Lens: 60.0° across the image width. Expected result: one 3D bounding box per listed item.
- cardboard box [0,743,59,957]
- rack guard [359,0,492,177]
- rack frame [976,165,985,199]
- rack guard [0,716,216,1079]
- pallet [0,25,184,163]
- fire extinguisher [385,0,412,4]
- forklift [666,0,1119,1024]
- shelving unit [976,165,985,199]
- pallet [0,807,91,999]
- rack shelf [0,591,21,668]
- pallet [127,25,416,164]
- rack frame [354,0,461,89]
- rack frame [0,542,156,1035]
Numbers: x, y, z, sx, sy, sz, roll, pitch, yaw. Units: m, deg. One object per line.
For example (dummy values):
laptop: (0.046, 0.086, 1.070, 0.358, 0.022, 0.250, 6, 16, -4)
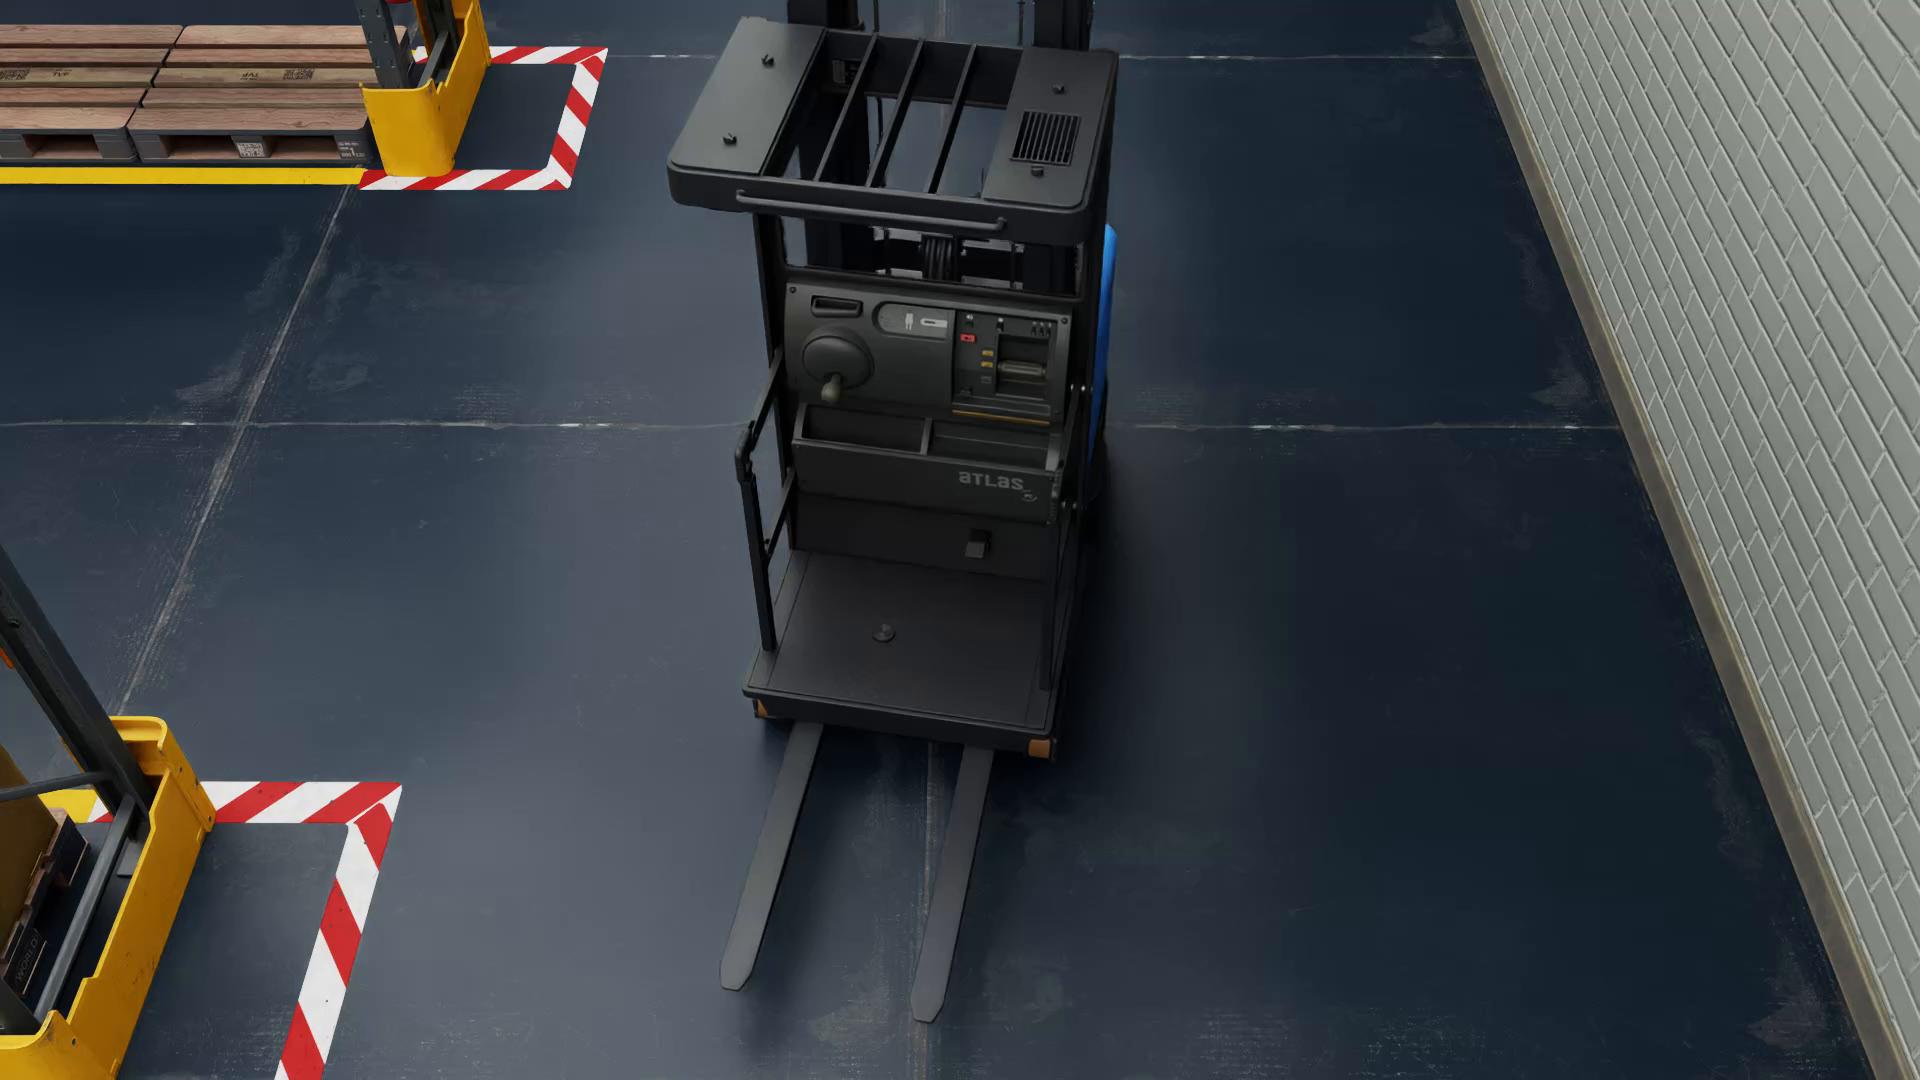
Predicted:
cardboard box: (-3.453, 0.972, 4.961, 0.875, 0.875, 0.875, 0, 47, 0)
rack guard: (-2.770, -2.449, 8.688, 0.348, 0.500, 1.175, 0, 47, 0)
rack frame: (0.079, -1.075, 7.026, 0.008, 1.050, 0.200, 6, 45, 6)
rack guard: (-2.789, 1.186, 5.305, 0.348, 0.500, 1.175, 0, 47, 0)
pallet: (-4.836, -2.378, 8.819, 1.213, 0.211, 1.003, 0, 47, 0)
fire extinguisher: (-2.645, -2.805, 7.619, 0.183, 0.674, 0.296, 0, 47, 0)
forklift: (-0.144, -0.506, 5.219, 1.130, 2.935, 3.031, 8, 48, 7)
shelving unit: (0.199, -1.061, 7.014, 0.252, 1.050, 0.215, 6, 45, 6)
pallet: (-3.612, 1.339, 5.359, 1.213, 0.211, 1.003, 0, 47, 0)
rack shelf: (-4.813, 0.574, 4.658, 4.000, 0.370, 1.077, 0, 47, 0)
pallet: (-3.619, -2.372, 8.814, 1.213, 0.211, 1.003, 0, 47, 0)
rack frame: (-2.794, -3.292, 7.764, 0.127, 3.000, 1.000, 0, 47, 0)
rack frame: (-2.813, 0.334, 4.390, 0.127, 3.000, 1.000, 0, 47, 0)
